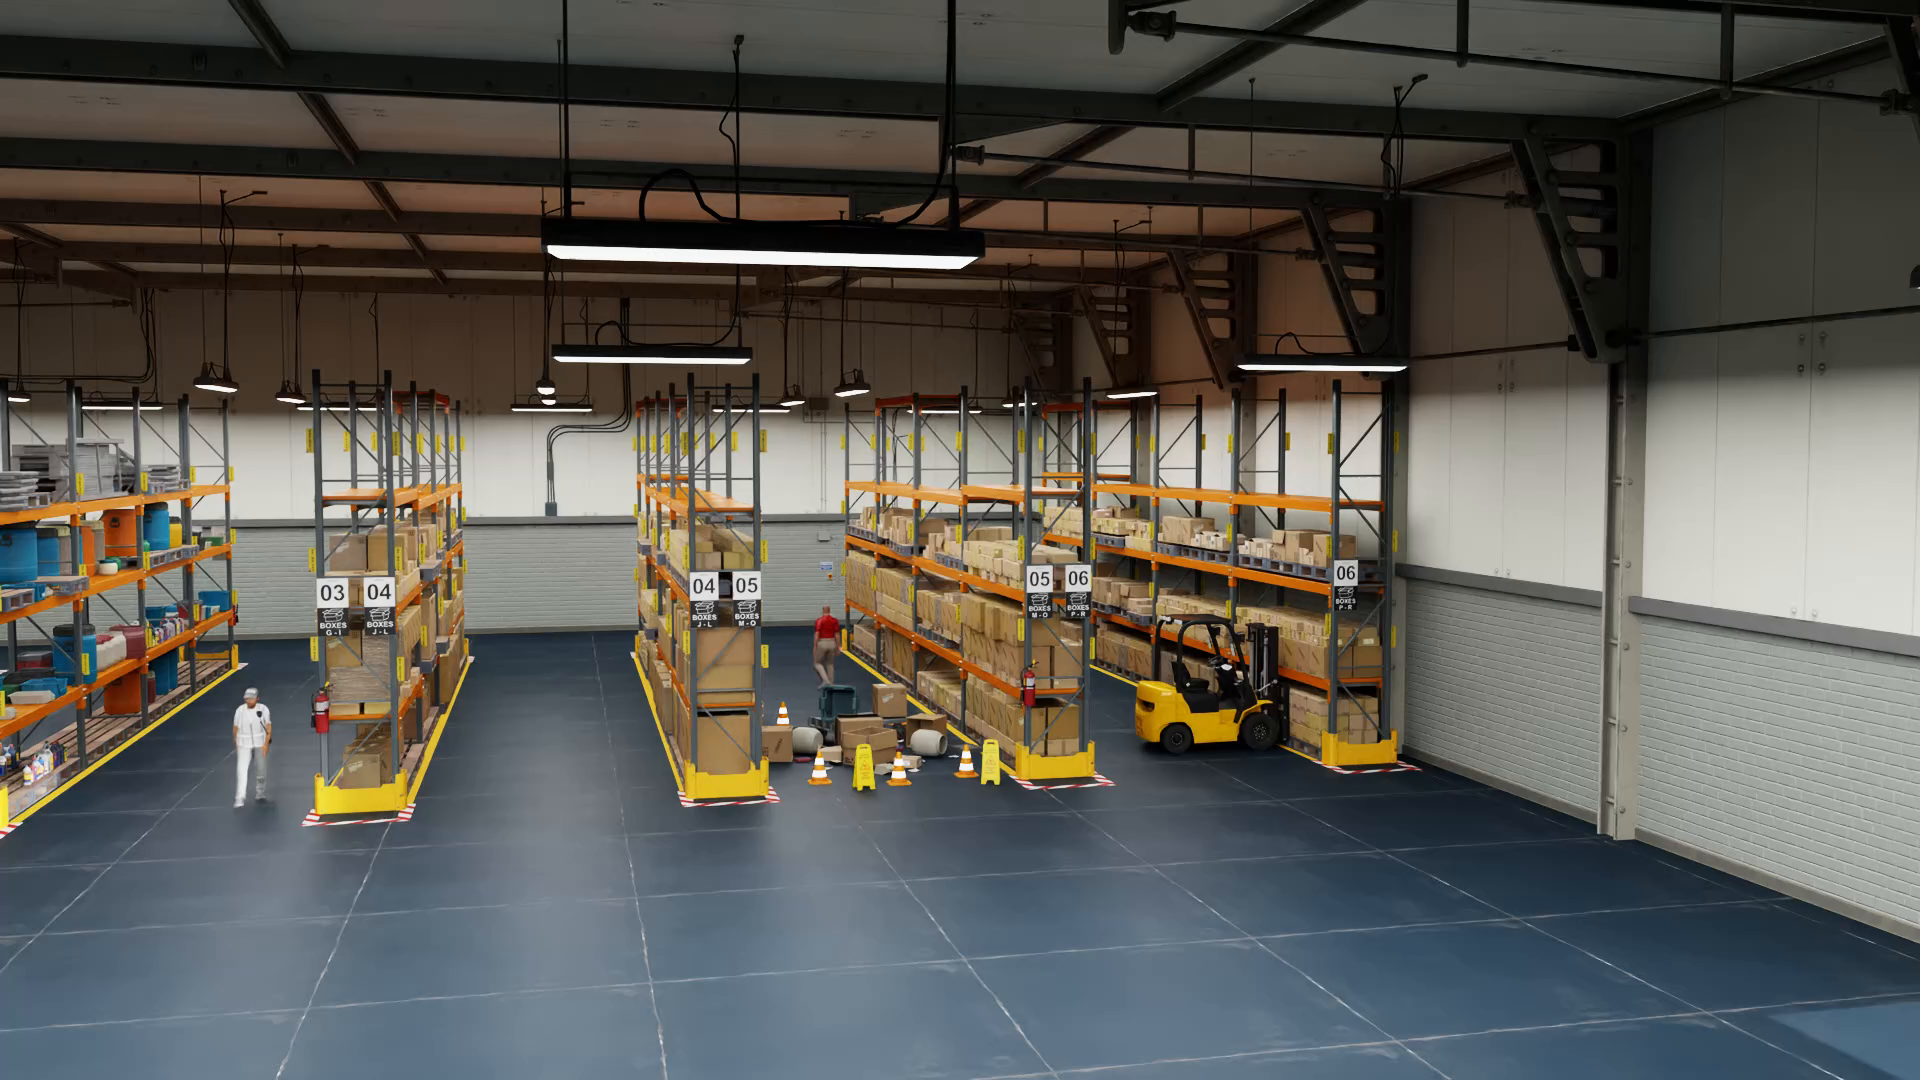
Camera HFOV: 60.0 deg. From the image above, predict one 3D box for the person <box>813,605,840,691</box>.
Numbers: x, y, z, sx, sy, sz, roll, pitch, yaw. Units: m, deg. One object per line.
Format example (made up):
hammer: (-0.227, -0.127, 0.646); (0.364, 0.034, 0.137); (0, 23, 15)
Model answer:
person: (-2.696, 2.189, 33.777); (0.581, 1.732, 0.511); (-2, 4, -32)

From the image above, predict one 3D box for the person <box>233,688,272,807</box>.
person: (-9.788, 2.846, 22.993); (0.506, 1.605, 0.998); (-1, 4, -23)
